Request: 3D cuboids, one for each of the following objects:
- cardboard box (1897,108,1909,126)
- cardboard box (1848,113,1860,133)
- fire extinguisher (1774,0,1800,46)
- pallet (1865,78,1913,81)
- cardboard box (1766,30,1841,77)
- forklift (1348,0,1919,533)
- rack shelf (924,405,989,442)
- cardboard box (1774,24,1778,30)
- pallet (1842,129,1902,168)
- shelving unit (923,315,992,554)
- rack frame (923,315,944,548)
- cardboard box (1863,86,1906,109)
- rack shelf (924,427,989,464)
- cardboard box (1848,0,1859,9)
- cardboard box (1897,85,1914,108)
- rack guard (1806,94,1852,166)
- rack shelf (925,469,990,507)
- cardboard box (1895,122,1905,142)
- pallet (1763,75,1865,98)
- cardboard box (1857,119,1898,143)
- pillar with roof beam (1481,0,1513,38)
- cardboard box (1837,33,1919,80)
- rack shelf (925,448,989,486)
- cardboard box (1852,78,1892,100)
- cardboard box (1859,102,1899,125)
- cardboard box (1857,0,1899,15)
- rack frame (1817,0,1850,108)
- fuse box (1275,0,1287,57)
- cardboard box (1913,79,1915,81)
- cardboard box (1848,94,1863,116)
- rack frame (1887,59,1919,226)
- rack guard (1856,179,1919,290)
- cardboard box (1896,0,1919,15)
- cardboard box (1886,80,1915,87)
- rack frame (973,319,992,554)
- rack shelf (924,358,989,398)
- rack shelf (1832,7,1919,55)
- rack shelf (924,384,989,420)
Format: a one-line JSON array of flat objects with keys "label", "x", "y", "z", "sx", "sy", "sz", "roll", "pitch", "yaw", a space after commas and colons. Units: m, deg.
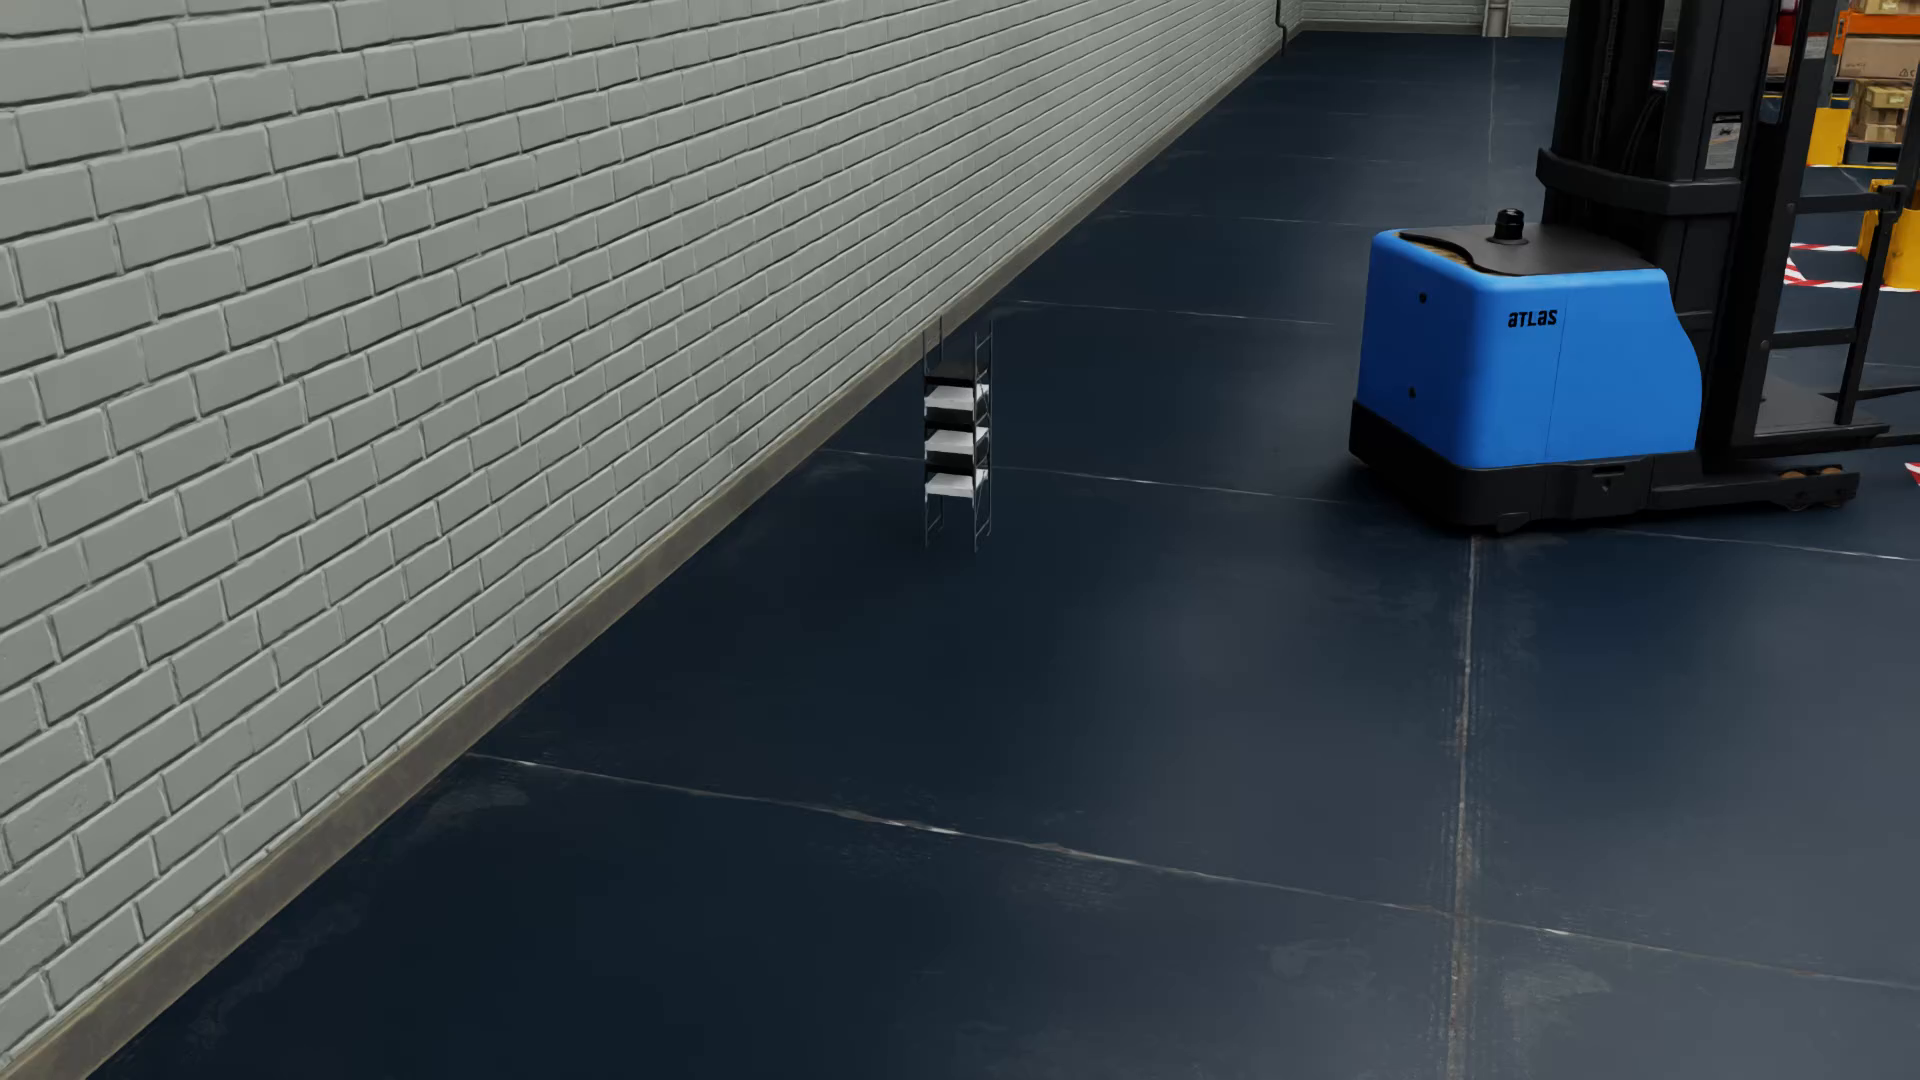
[{"label": "cardboard box", "x": 8.560, "y": -3.811, "z": 14.920, "sx": 0.250, "sy": 0.149, "sz": 0.380, "roll": 6, "pitch": 23, "yaw": 15}, {"label": "cardboard box", "x": 8.450, "y": -3.893, "z": 15.511, "sx": 0.250, "sy": 0.149, "sz": 0.380, "roll": 7, "pitch": 23, "yaw": 16}, {"label": "fire extinguisher", "x": 7.778, "y": -4.986, "z": 15.567, "sx": 0.183, "sy": 0.674, "sz": 0.296, "roll": 7, "pitch": 23, "yaw": 16}, {"label": "pallet", "x": 11.172, "y": -5.325, "z": 19.474, "sx": 1.213, "sy": 0.211, "sz": 1.003, "roll": 7, "pitch": 23, "yaw": 16}, {"label": "cardboard box", "x": 9.880, "y": -5.782, "z": 19.736, "sx": 0.875, "sy": 0.438, "sz": 0.875, "roll": 6, "pitch": 23, "yaw": 14}, {"label": "forklift", "x": 3.344, "y": -1.668, "z": 6.975, "sx": 3.031, "sy": 2.935, "sz": 1.130, "roll": -5, "pitch": 23, "yaw": -13}, {"label": "rack shelf", "x": -0.008, "y": -0.470, "z": 6.580, "sx": 0.200, "sy": 0.077, "sz": 0.258, "roll": 7, "pitch": 23, "yaw": 16}, {"label": "cardboard box", "x": 11.603, "y": -7.326, "z": 23.881, "sx": 0.250, "sy": 0.149, "sz": 0.380, "roll": 6, "pitch": 23, "yaw": 13}, {"label": "pallet", "x": 8.727, "y": -3.599, "z": 15.266, "sx": 1.213, "sy": 0.211, "sz": 1.003, "roll": 7, "pitch": 23, "yaw": 16}, {"label": "shelving unit", "x": -0.008, "y": -0.417, "z": 6.601, "sx": 0.210, "sy": 0.900, "sz": 0.258, "roll": 7, "pitch": 23, "yaw": 16}, {"label": "rack frame", "x": -0.105, "y": -0.428, "z": 6.629, "sx": 0.006, "sy": 0.900, "sz": 0.240, "roll": 7, "pitch": 23, "yaw": 16}, {"label": "cardboard box", "x": 8.290, "y": -3.969, "z": 14.913, "sx": 0.250, "sy": 0.149, "sz": 0.380, "roll": 5, "pitch": 23, "yaw": 13}, {"label": "rack shelf", "x": -0.008, "y": -0.386, "z": 6.614, "sx": 0.200, "sy": 0.077, "sz": 0.258, "roll": 7, "pitch": 23, "yaw": 16}, {"label": "cardboard box", "x": 8.280, "y": -4.950, "z": 15.217, "sx": 0.250, "sy": 0.149, "sz": 0.380, "roll": 7, "pitch": 23, "yaw": 16}, {"label": "cardboard box", "x": 8.588, "y": -3.983, "z": 14.946, "sx": 0.250, "sy": 0.149, "sz": 0.380, "roll": 7, "pitch": 23, "yaw": 16}, {"label": "rack guard", "x": 7.959, "y": -3.835, "z": 15.460, "sx": 0.348, "sy": 0.500, "sz": 1.175, "roll": 7, "pitch": 23, "yaw": 16}, {"label": "rack shelf", "x": -0.008, "y": -0.220, "z": 6.682, "sx": 0.200, "sy": 0.077, "sz": 0.258, "roll": 7, "pitch": 23, "yaw": 16}, {"label": "cardboard box", "x": 8.570, "y": -3.702, "z": 15.046, "sx": 0.250, "sy": 0.149, "sz": 0.380, "roll": 6, "pitch": 23, "yaw": 15}, {"label": "pallet", "x": 10.007, "y": -5.460, "z": 19.802, "sx": 1.213, "sy": 0.211, "sz": 1.003, "roll": 7, "pitch": 23, "yaw": 16}, {"label": "cardboard box", "x": 8.295, "y": -3.701, "z": 15.043, "sx": 0.250, "sy": 0.149, "sz": 0.380, "roll": 7, "pitch": 23, "yaw": 17}, {"label": "pillar with roof beam", "x": 7.085, "y": -10.447, "z": 20.382, "sx": 0.400, "sy": 9.000, "sz": 9.100, "roll": 7, "pitch": 23, "yaw": 16}, {"label": "cardboard box", "x": 10.759, "y": -5.685, "z": 19.499, "sx": 0.875, "sy": 0.438, "sz": 0.875, "roll": 7, "pitch": 23, "yaw": 17}, {"label": "rack shelf", "x": -0.008, "y": -0.303, "z": 6.648, "sx": 0.200, "sy": 0.077, "sz": 0.258, "roll": 7, "pitch": 23, "yaw": 16}, {"label": "cardboard box", "x": 8.466, "y": -4.184, "z": 15.437, "sx": 0.250, "sy": 0.149, "sz": 0.380, "roll": 7, "pitch": 23, "yaw": 16}, {"label": "cardboard box", "x": 8.314, "y": -3.862, "z": 15.043, "sx": 0.250, "sy": 0.149, "sz": 0.380, "roll": 8, "pitch": 23, "yaw": 18}, {"label": "cardboard box", "x": 8.102, "y": -4.729, "z": 14.676, "sx": 0.250, "sy": 0.149, "sz": 0.380, "roll": 6, "pitch": 23, "yaw": 15}, {"label": "rack frame", "x": 7.886, "y": -4.999, "z": 15.006, "sx": 0.127, "sy": 3.000, "sz": 1.000, "roll": 7, "pitch": 23, "yaw": 16}, {"label": "fuse box", "x": 4.561, "y": -7.570, "z": 22.970, "sx": 0.414, "sy": 1.711, "sz": 0.539, "roll": 7, "pitch": 23, "yaw": 16}, {"label": "cardboard box", "x": 8.975, "y": -4.153, "z": 15.362, "sx": 0.250, "sy": 0.149, "sz": 0.380, "roll": 6, "pitch": 23, "yaw": 14}, {"label": "cardboard box", "x": 8.474, "y": -4.058, "z": 15.522, "sx": 0.250, "sy": 0.149, "sz": 0.380, "roll": 6, "pitch": 23, "yaw": 14}, {"label": "rack frame", "x": 6.357, "y": -3.208, "z": 10.639, "sx": 0.127, "sy": 3.000, "sz": 1.000, "roll": 7, "pitch": 23, "yaw": 16}, {"label": "rack guard", "x": 6.334, "y": -2.055, "z": 11.120, "sx": 0.348, "sy": 0.500, "sz": 1.175, "roll": 7, "pitch": 23, "yaw": 16}, {"label": "cardboard box", "x": 8.357, "y": -4.716, "z": 14.645, "sx": 0.250, "sy": 0.149, "sz": 0.380, "roll": 7, "pitch": 23, "yaw": 17}, {"label": "cardboard box", "x": 8.690, "y": -4.136, "z": 15.319, "sx": 0.250, "sy": 0.149, "sz": 0.380, "roll": 7, "pitch": 23, "yaw": 17}, {"label": "rack frame", "x": 0.090, "y": -0.406, "z": 6.574, "sx": 0.006, "sy": 0.900, "sz": 0.240, "roll": 7, "pitch": 23, "yaw": 16}, {"label": "rack shelf", "x": -0.008, "y": -0.636, "z": 6.512, "sx": 0.200, "sy": 0.077, "sz": 0.258, "roll": 7, "pitch": 23, "yaw": 16}, {"label": "rack shelf", "x": 9.801, "y": -4.447, "z": 14.608, "sx": 4.000, "sy": 0.370, "sz": 1.077, "roll": 7, "pitch": 23, "yaw": 16}, {"label": "rack shelf", "x": -0.008, "y": -0.553, "z": 6.546, "sx": 0.200, "sy": 0.077, "sz": 0.258, "roll": 7, "pitch": 23, "yaw": 16}]
